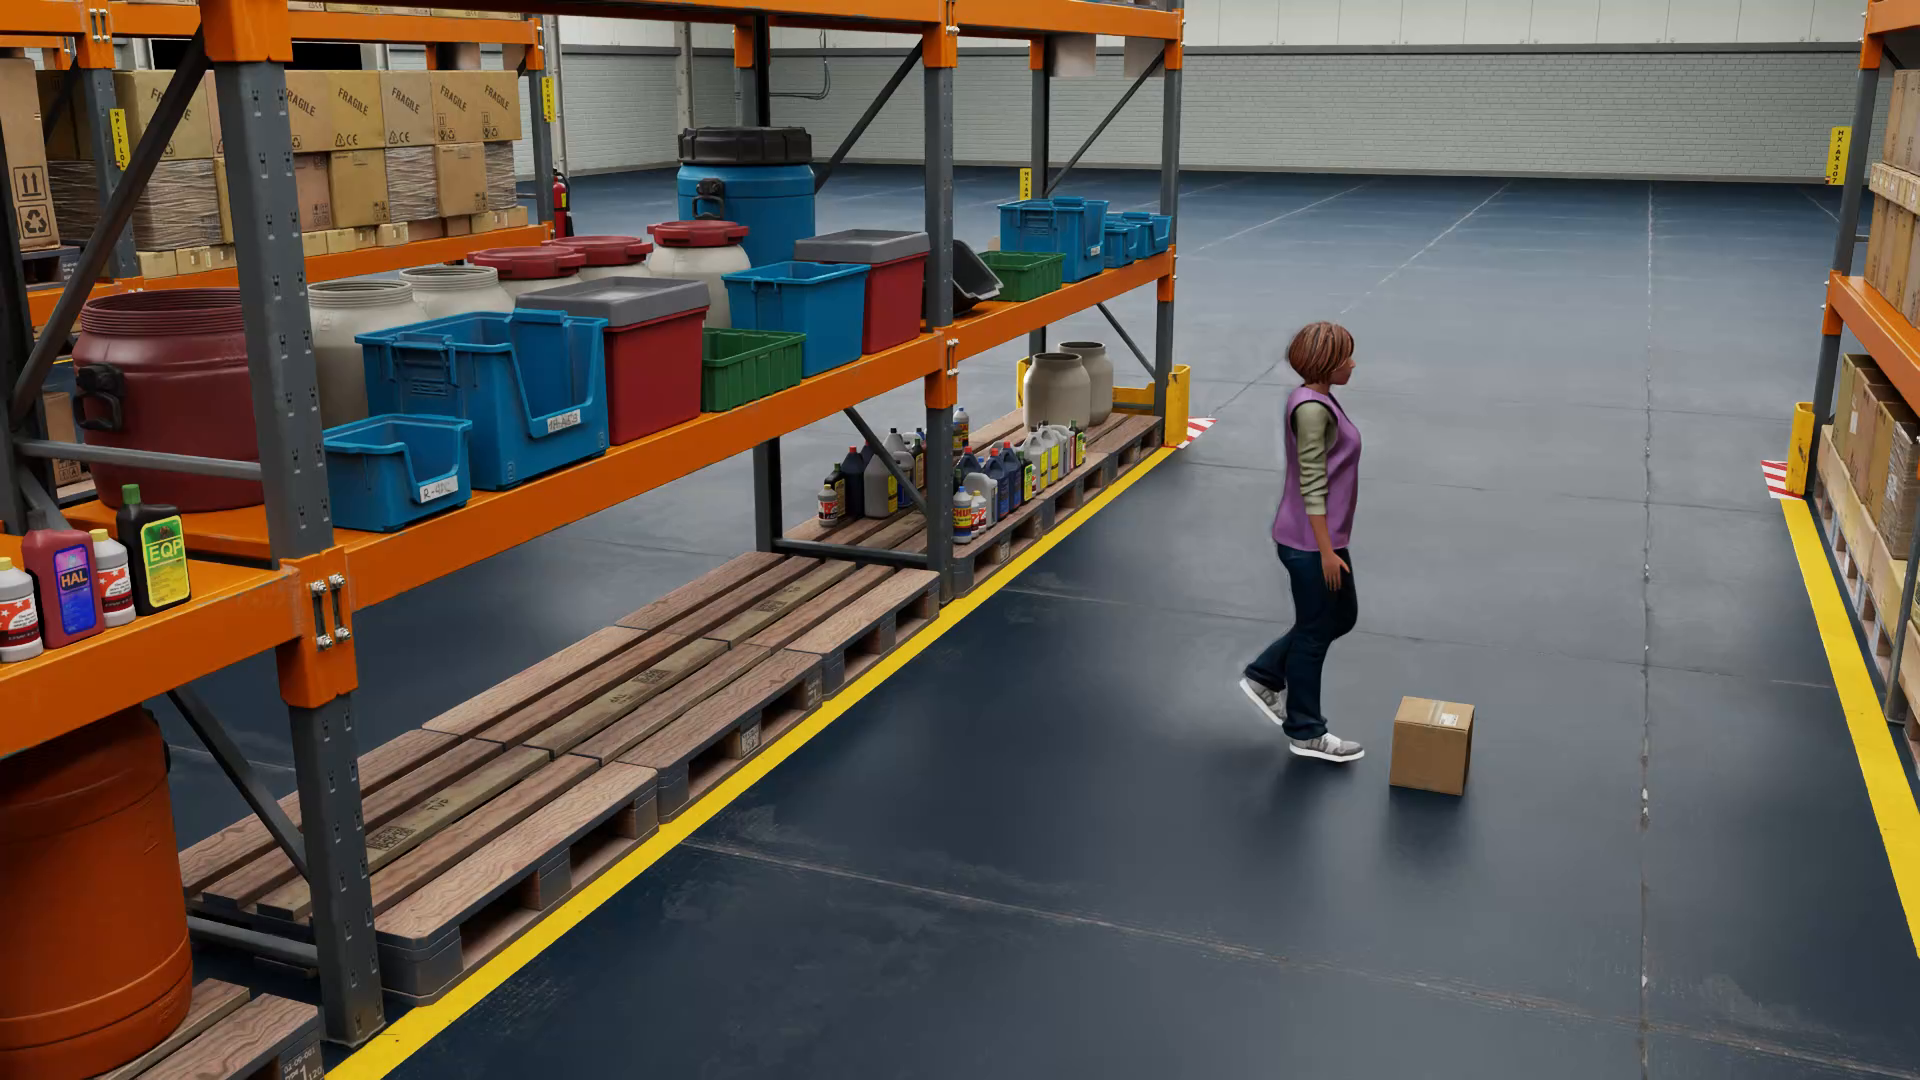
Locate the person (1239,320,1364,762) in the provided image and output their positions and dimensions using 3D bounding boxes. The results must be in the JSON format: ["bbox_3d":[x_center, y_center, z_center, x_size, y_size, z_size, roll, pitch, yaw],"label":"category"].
[{"bbox_3d":[1.257,0.009,5.966,0.481,1.598,0.438,4,16,15],"label":"person"}]
